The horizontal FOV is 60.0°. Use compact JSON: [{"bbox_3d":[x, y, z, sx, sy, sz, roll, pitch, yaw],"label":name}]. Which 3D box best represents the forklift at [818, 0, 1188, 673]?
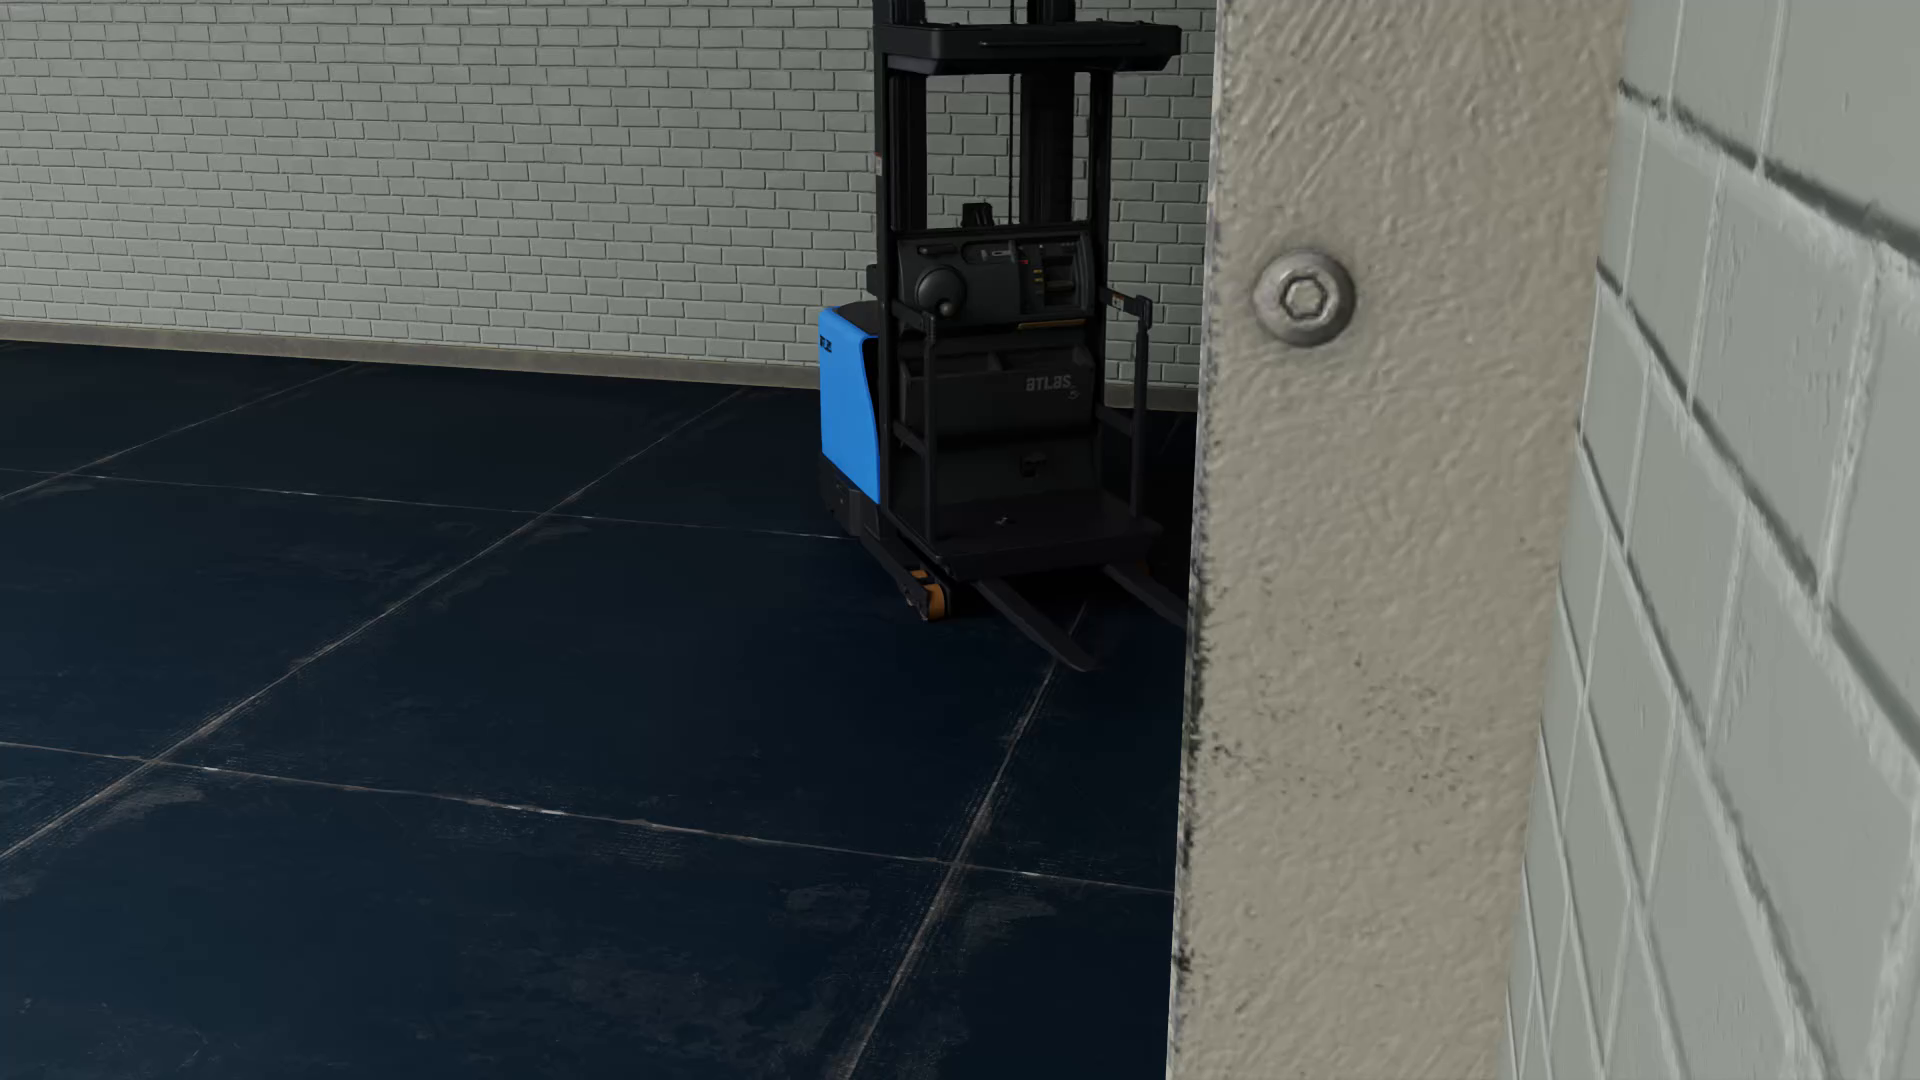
[{"bbox_3d":[0.245,-1.180,7.284,1.130,2.935,3.031,-7,20,-19],"label":"forklift"}]
